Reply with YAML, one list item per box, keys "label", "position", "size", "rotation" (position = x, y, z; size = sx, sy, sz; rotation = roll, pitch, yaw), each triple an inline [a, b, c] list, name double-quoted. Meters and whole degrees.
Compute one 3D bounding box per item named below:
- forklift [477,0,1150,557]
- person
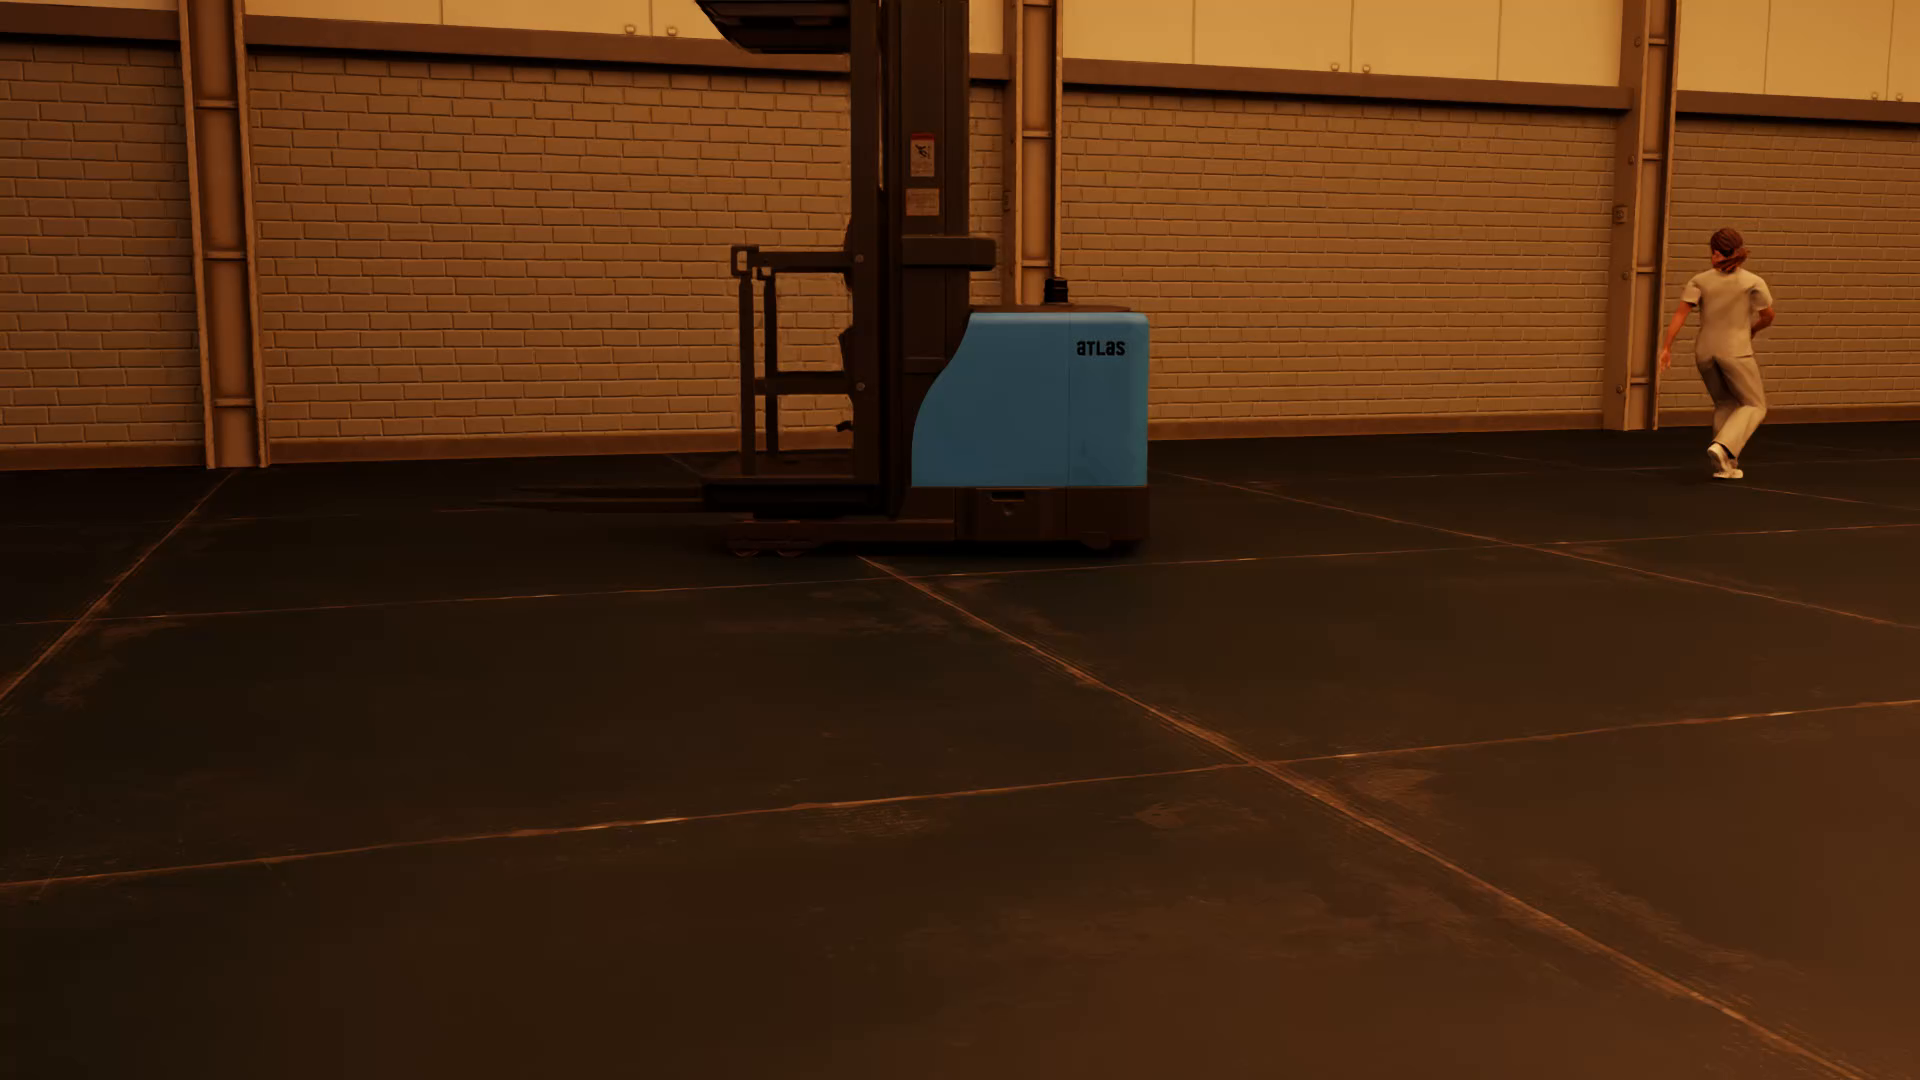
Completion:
- label: "forklift"
  position: [-0.671, -1.447, 7.688]
  size: [3.031, 2.935, 1.130]
  rotation: [0, 8, 0]
- label: "person"
  position: [4.906, -1.191, 10.725]
  size: [0.636, 1.614, 0.571]
  rotation: [-6, 10, -36]
